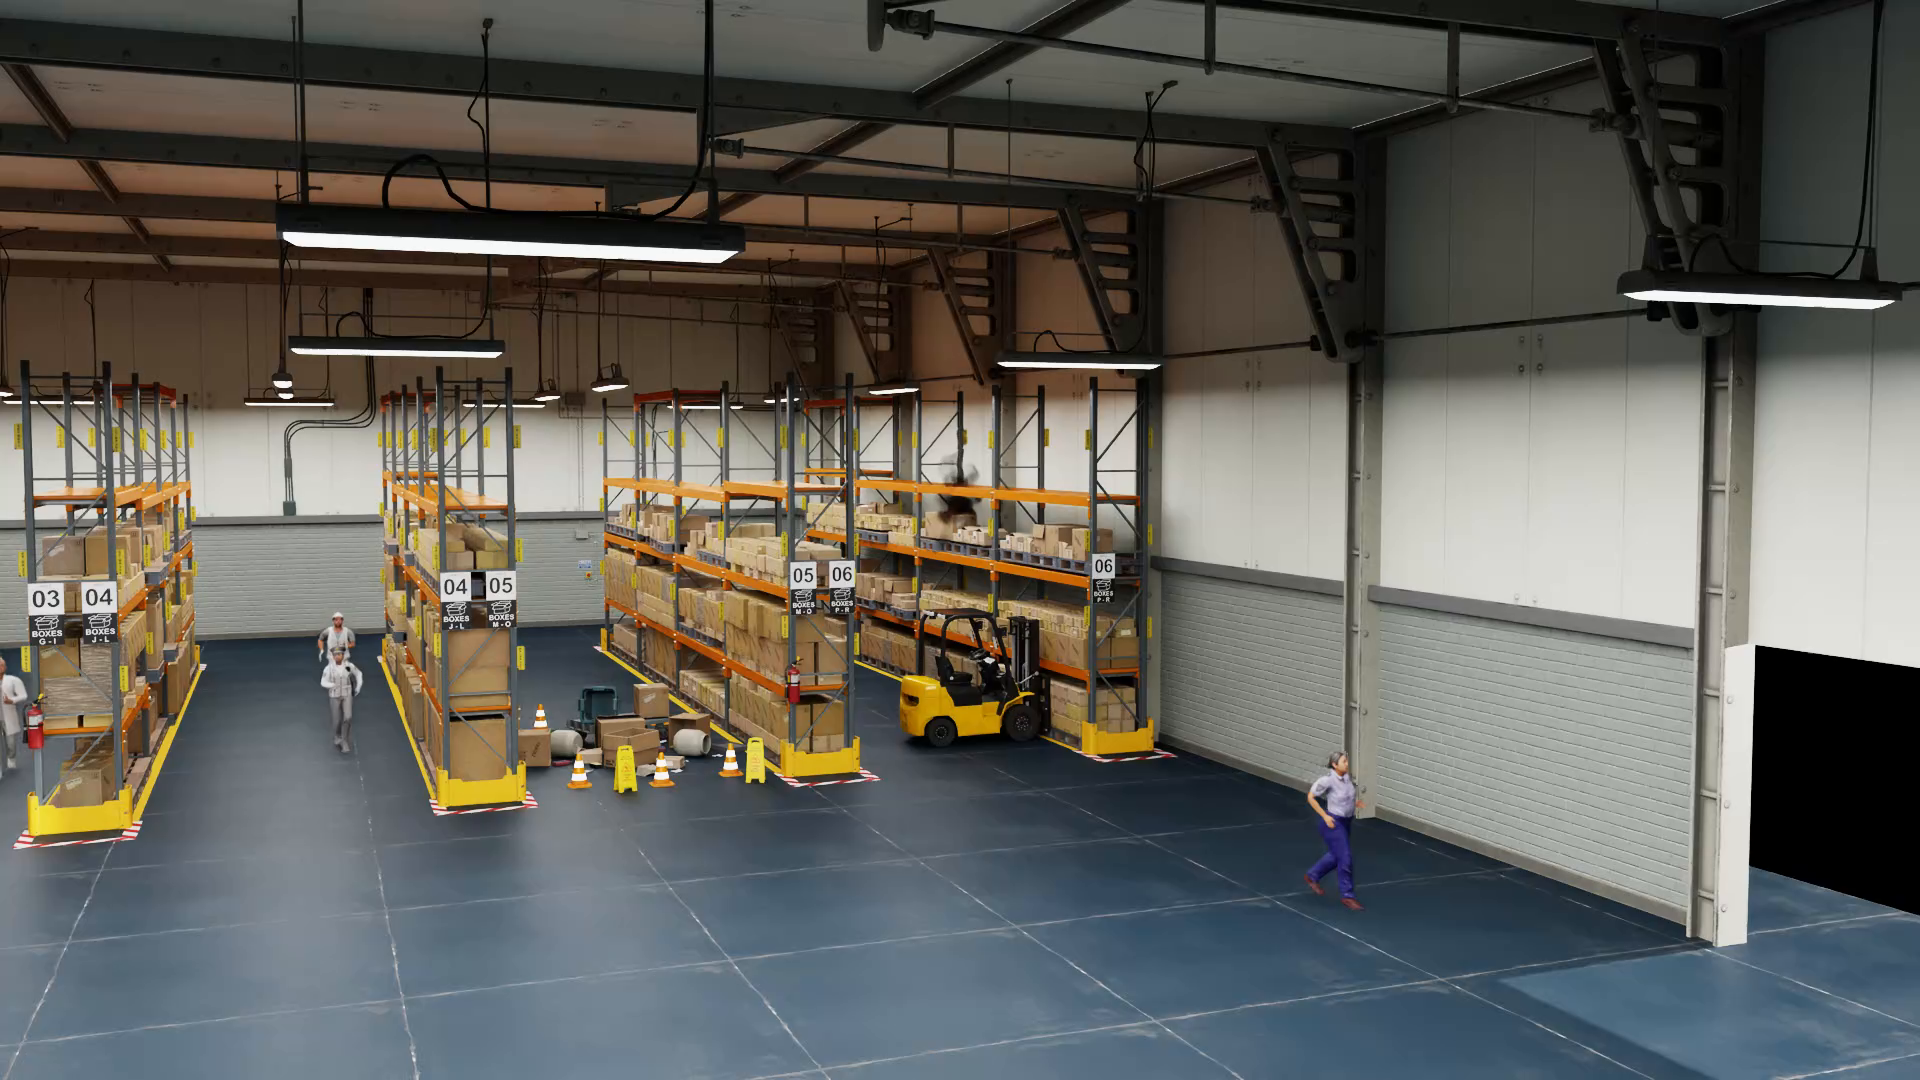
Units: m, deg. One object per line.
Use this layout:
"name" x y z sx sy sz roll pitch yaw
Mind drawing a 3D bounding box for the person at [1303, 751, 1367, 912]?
"person" 4.036 3.106 17.910 0.813 1.665 0.602 3 4 38

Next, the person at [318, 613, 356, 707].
"person" -11.572 2.247 30.944 0.640 1.792 0.709 -2 4 -27

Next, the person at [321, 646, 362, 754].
"person" -9.977 2.564 26.841 0.619 1.730 0.739 -1 4 -19

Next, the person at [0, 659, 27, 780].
"person" -14.203 2.638 24.604 0.719 1.752 0.919 -2 4 -25
